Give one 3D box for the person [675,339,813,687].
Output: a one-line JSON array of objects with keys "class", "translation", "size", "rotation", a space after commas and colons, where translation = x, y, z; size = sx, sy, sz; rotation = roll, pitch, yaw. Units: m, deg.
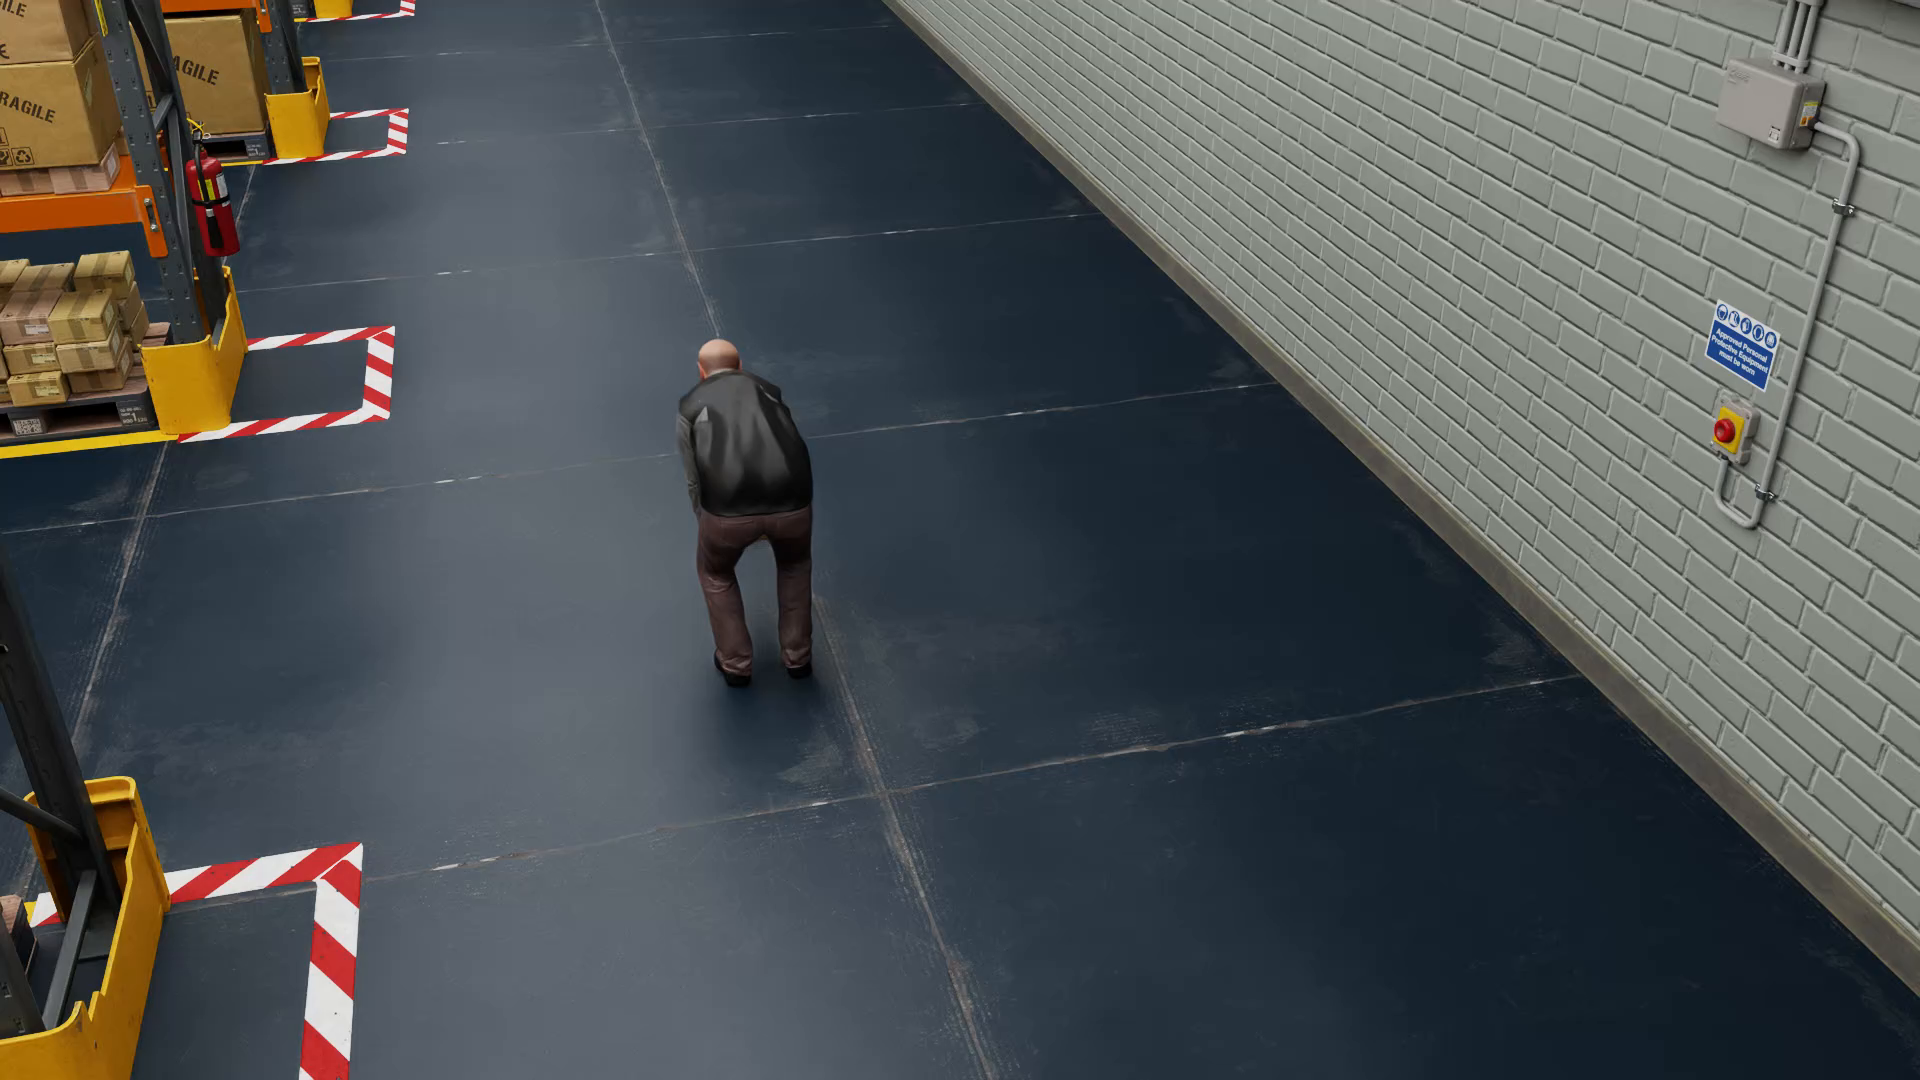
[{"class": "person", "translation": [-0.878, -0.104, 6.813], "size": [0.475, 1.245, 0.918], "rotation": [-9, 31, -15]}]
